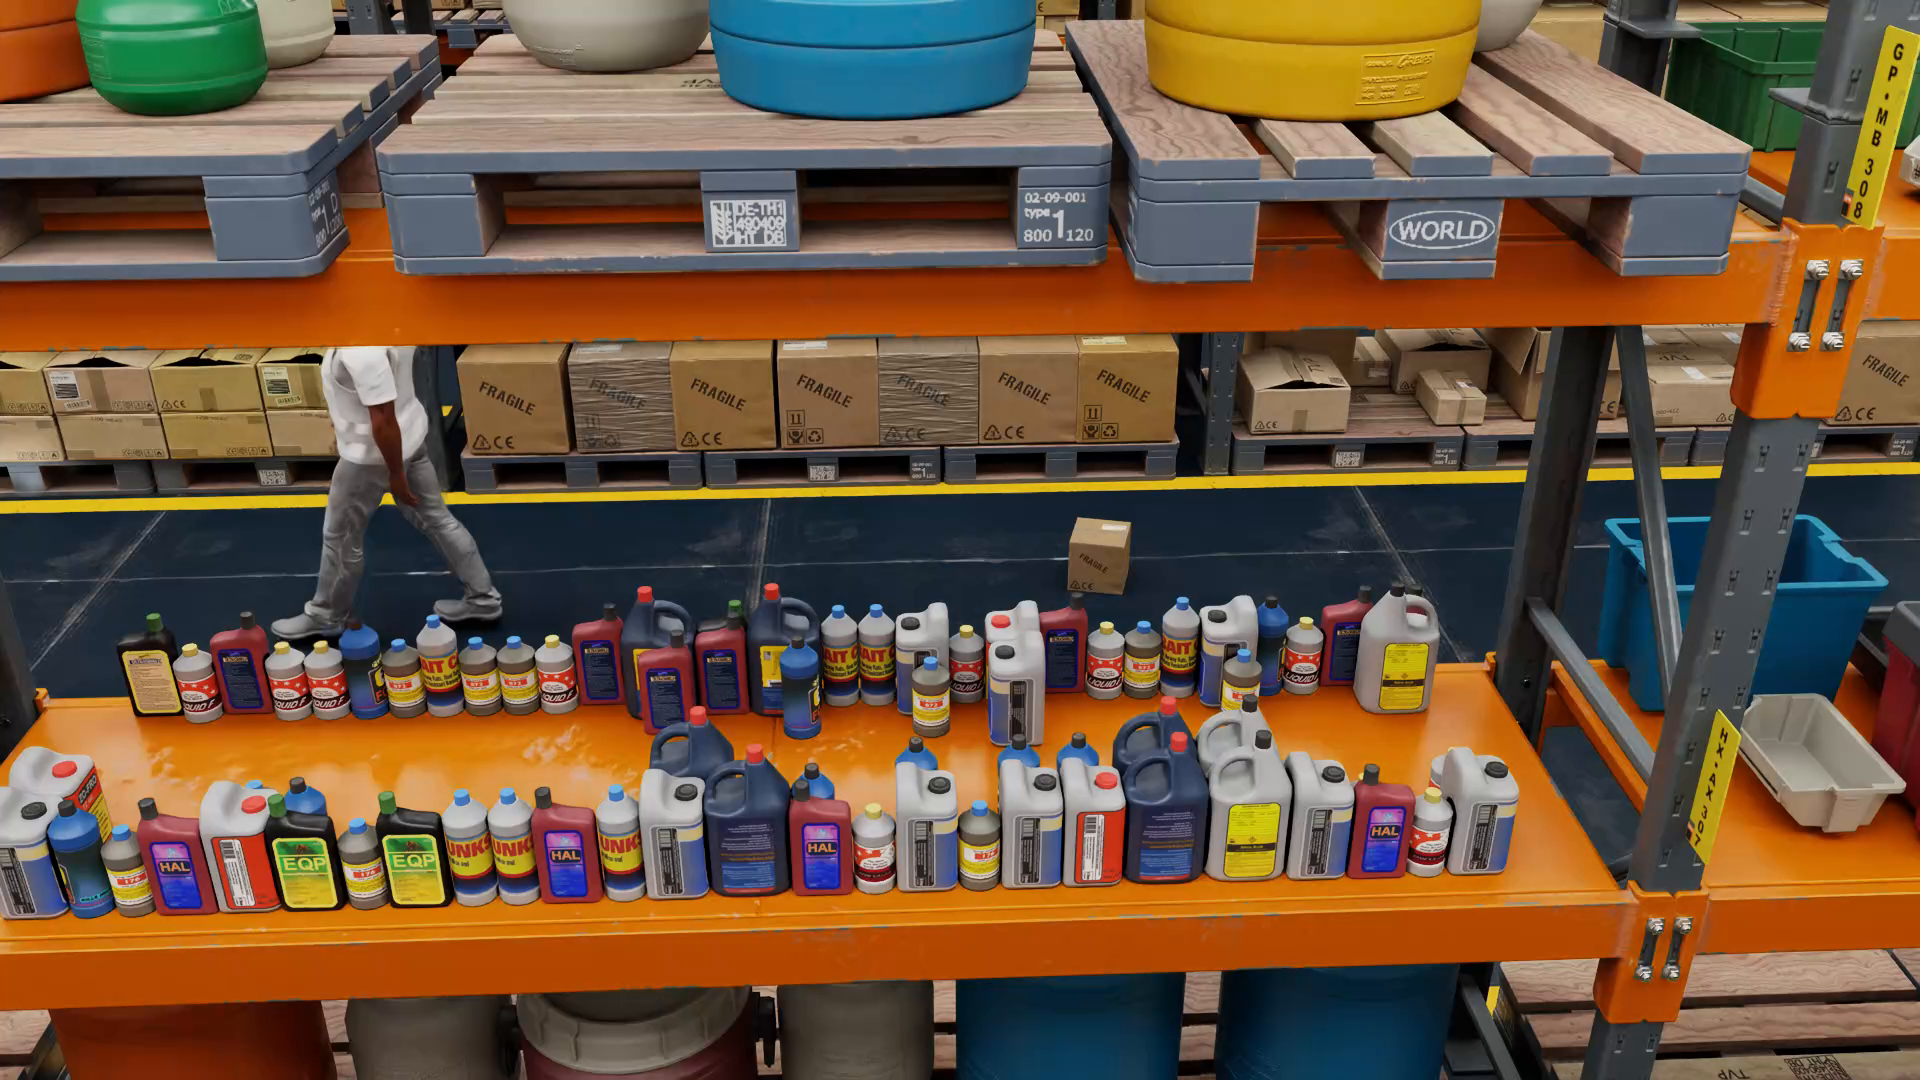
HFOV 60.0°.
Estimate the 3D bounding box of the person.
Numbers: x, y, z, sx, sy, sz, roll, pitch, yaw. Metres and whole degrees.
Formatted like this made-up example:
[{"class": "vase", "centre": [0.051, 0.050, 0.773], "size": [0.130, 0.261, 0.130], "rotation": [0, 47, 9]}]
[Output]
[{"class": "person", "centre": [-2.466, -0.413, 6.860], "size": [0.967, 1.715, 0.566], "rotation": [2, 27, 4]}]
